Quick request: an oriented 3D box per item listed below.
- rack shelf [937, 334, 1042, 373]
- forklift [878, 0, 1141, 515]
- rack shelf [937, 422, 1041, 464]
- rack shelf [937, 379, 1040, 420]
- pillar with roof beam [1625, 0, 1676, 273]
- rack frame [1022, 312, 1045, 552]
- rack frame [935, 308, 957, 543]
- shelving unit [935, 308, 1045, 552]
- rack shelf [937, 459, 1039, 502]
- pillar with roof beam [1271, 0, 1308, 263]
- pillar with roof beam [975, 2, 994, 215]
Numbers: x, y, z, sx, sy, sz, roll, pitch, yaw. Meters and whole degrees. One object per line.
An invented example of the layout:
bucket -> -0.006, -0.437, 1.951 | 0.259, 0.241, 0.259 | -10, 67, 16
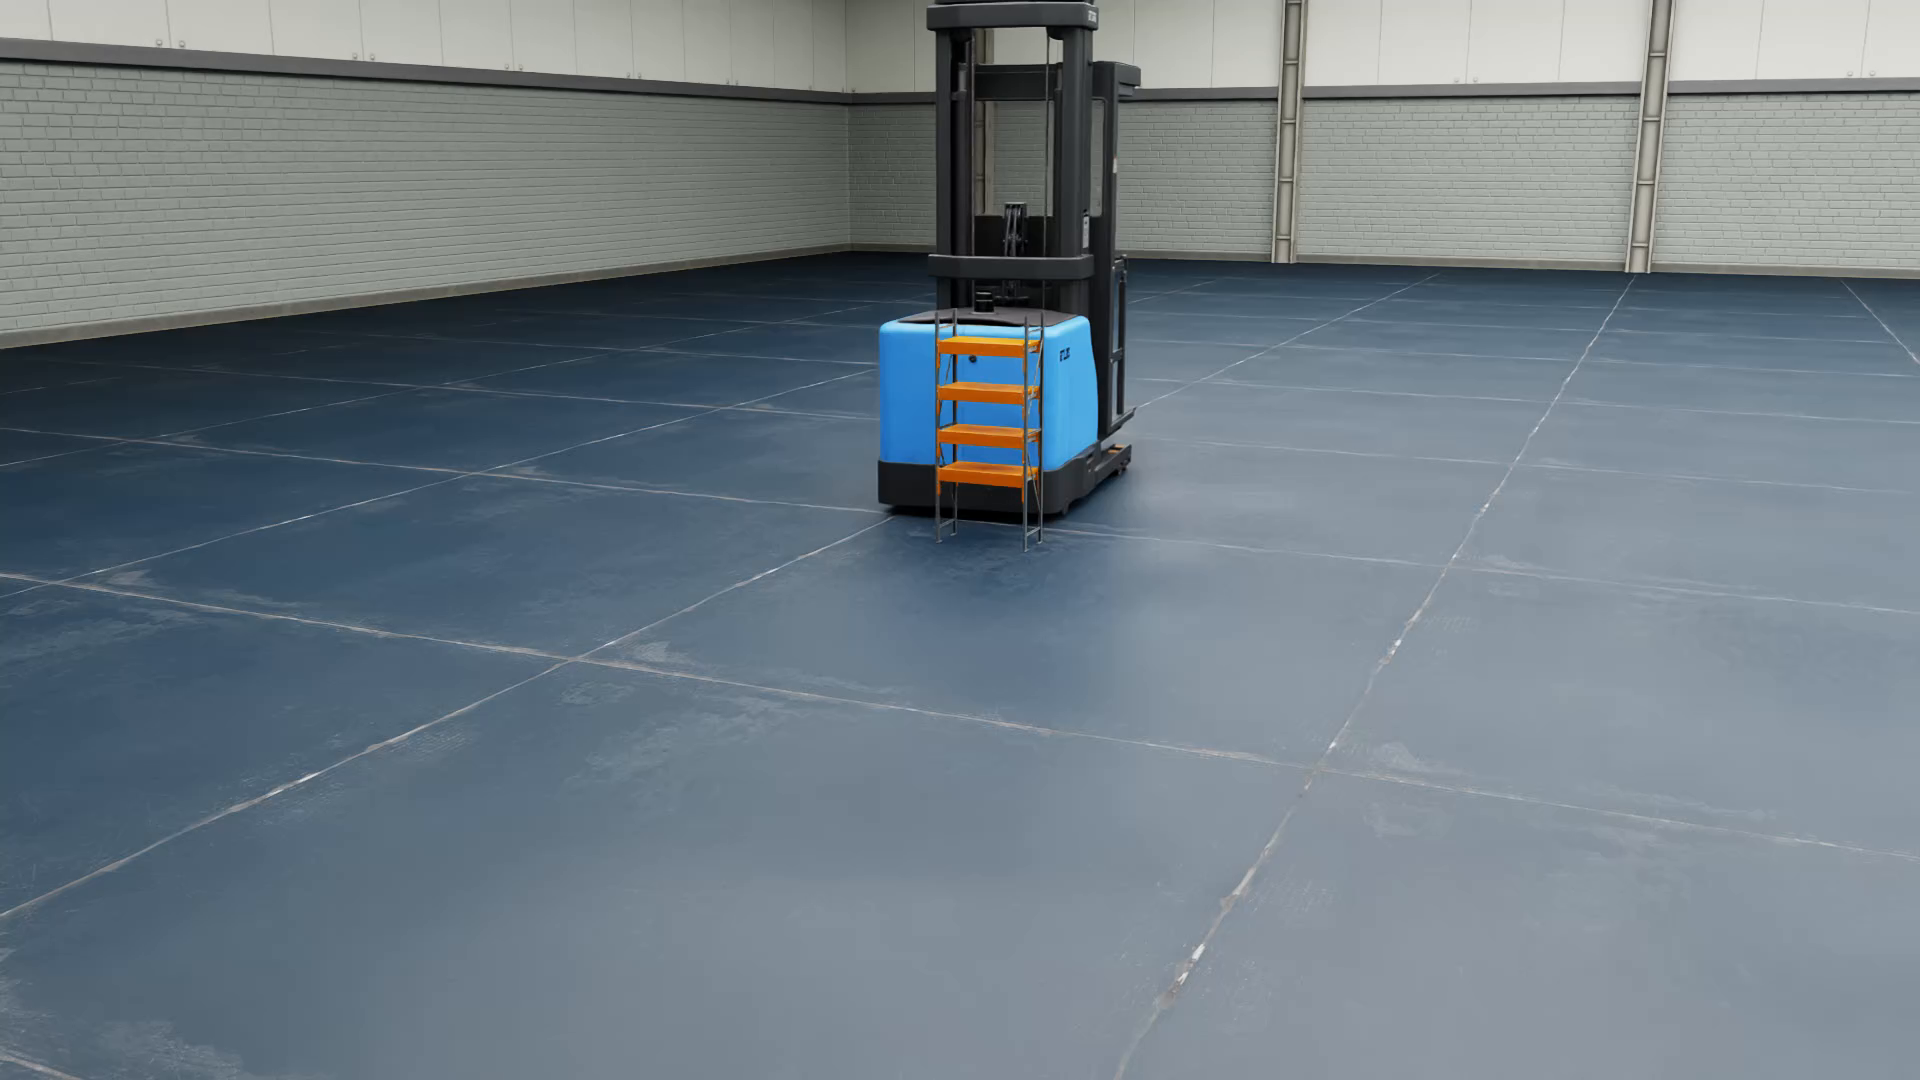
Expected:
rack shelf -> 0.151, -0.951, 8.463 | 0.480, 0.148, 0.258 | 6, 14, 23
forklift -> 0.470, -1.855, 10.244 | 1.130, 2.935, 3.031 | 4, 14, 17
rack shelf -> 0.151, -0.503, 8.568 | 0.480, 0.148, 0.258 | 6, 14, 23
rack shelf -> 0.151, -0.721, 8.517 | 0.480, 0.148, 0.258 | 6, 14, 23
pillar with roof beam -> 9.642, -7.982, 23.072 | 0.400, 9.000, 9.100 | 6, 14, 23
rack frame -> 0.374, -0.546, 8.456 | 0.015, 1.200, 0.240 | 6, 14, 23
rack frame -> -0.072, -0.591, 8.649 | 0.015, 1.200, 0.240 | 6, 14, 23
shelving unit -> 0.151, -0.569, 8.552 | 0.503, 1.200, 0.258 | 6, 14, 23
rack shelf -> 0.151, -0.310, 8.613 | 0.480, 0.148, 0.258 | 6, 14, 23
pillar with roof beam -> 4.156, -8.537, 25.438 | 0.400, 9.000, 9.100 | 6, 14, 23
pillar with roof beam -> -1.330, -9.092, 27.804 | 0.400, 9.000, 9.100 | 6, 14, 23
